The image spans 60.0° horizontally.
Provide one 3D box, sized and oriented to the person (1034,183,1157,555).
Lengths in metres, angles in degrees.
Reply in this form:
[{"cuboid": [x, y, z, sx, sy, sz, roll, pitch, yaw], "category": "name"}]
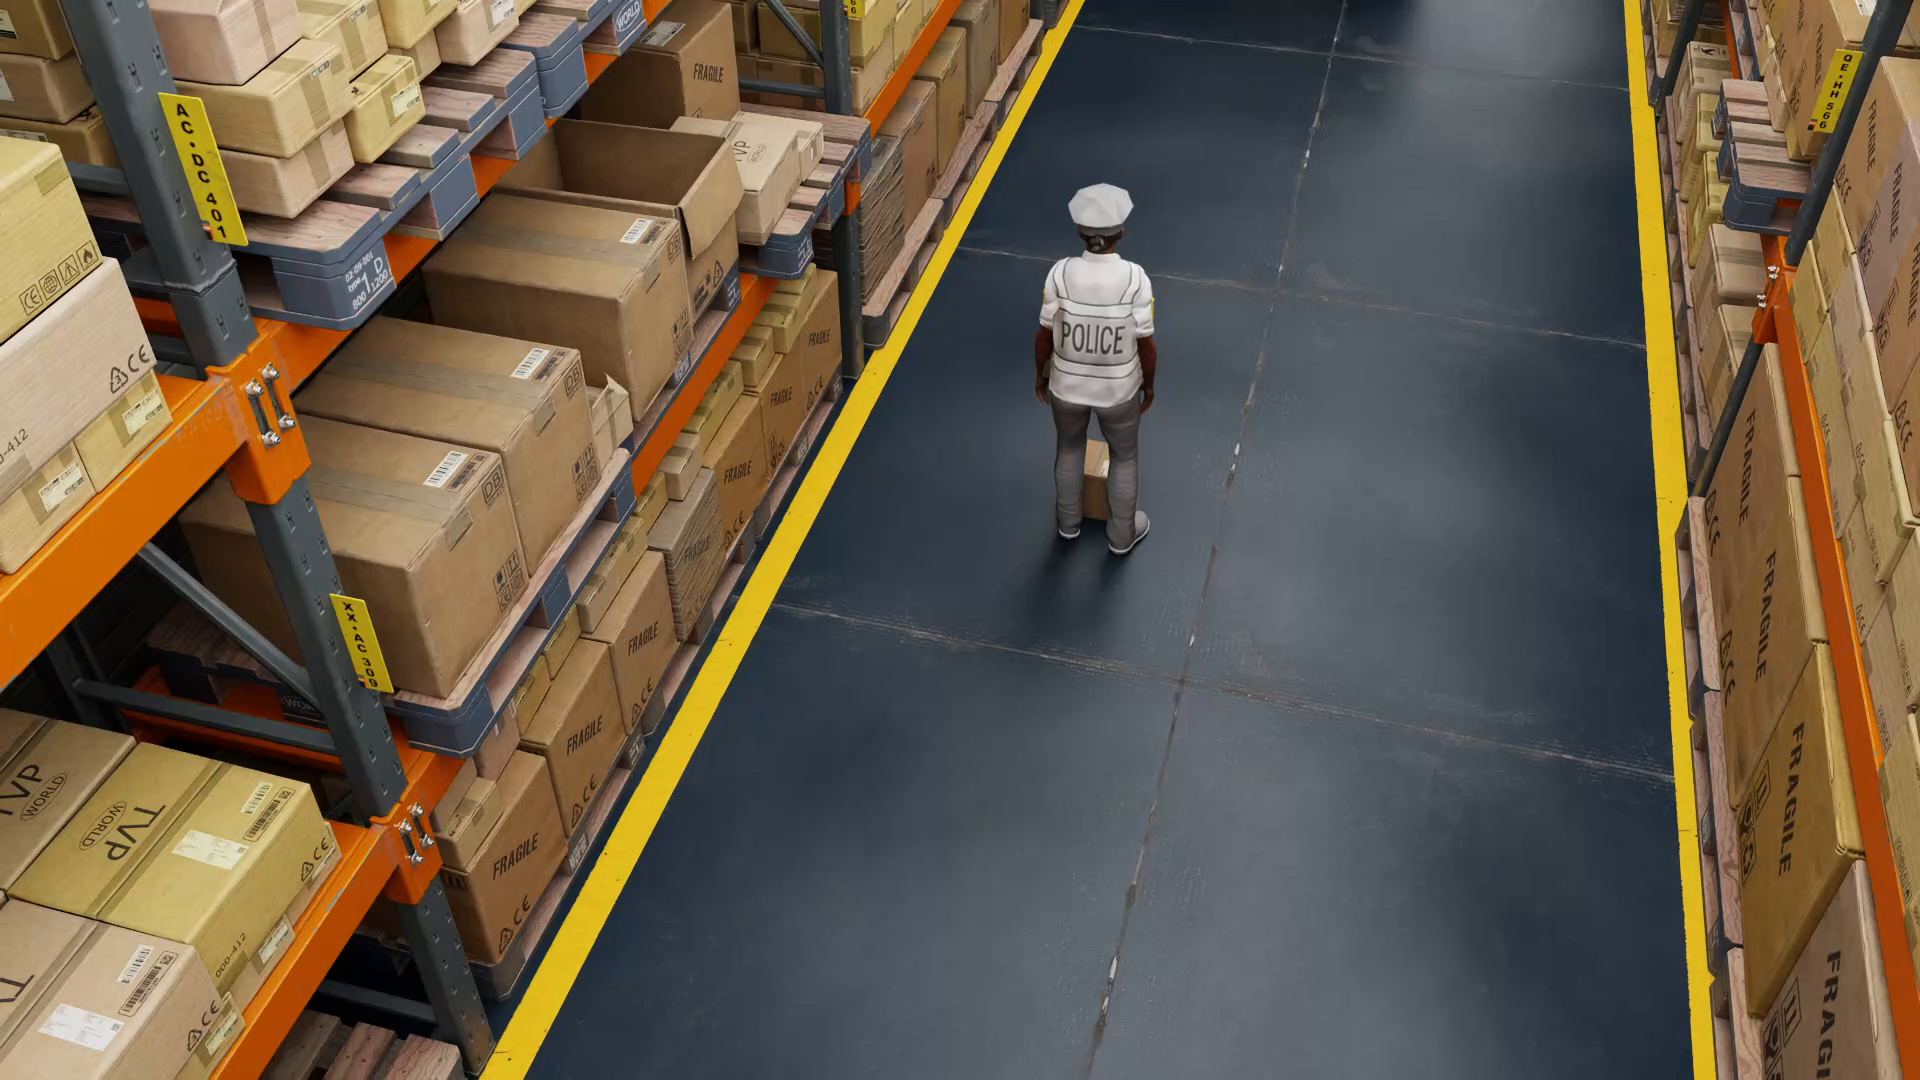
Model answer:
[{"cuboid": [0.574, -0.660, 6.908, 0.532, 1.664, 0.422, 8, 42, 9], "category": "person"}]
